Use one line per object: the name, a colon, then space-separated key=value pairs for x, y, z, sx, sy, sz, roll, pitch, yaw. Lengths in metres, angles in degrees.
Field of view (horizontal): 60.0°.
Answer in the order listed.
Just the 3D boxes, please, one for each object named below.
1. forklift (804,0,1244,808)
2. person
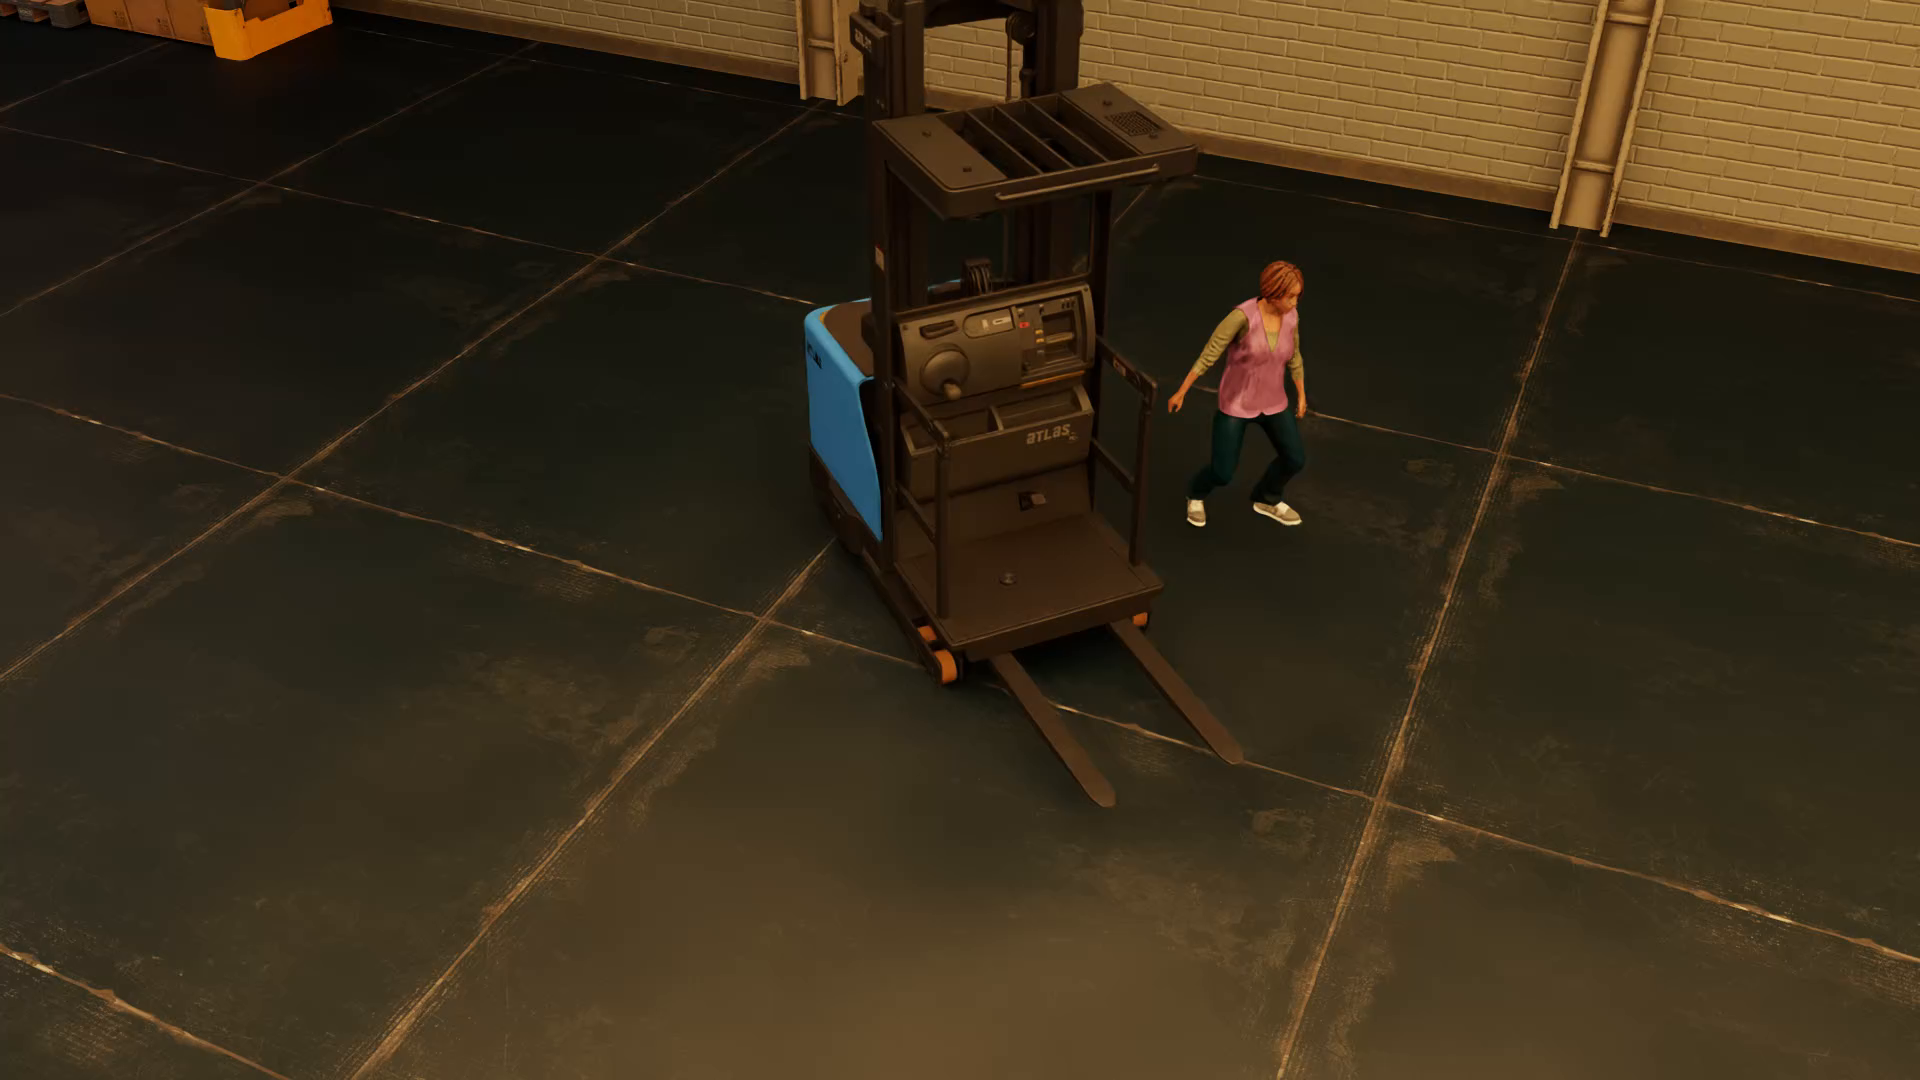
forklift: x=0.263 y=-0.813 z=7.226 sx=1.130 sy=2.935 sz=3.031 roll=-15 pitch=38 yaw=-19
person: x=1.402 y=-0.716 z=8.315 sx=0.744 sy=1.524 sz=0.441 roll=-9 pitch=36 yaw=-13
